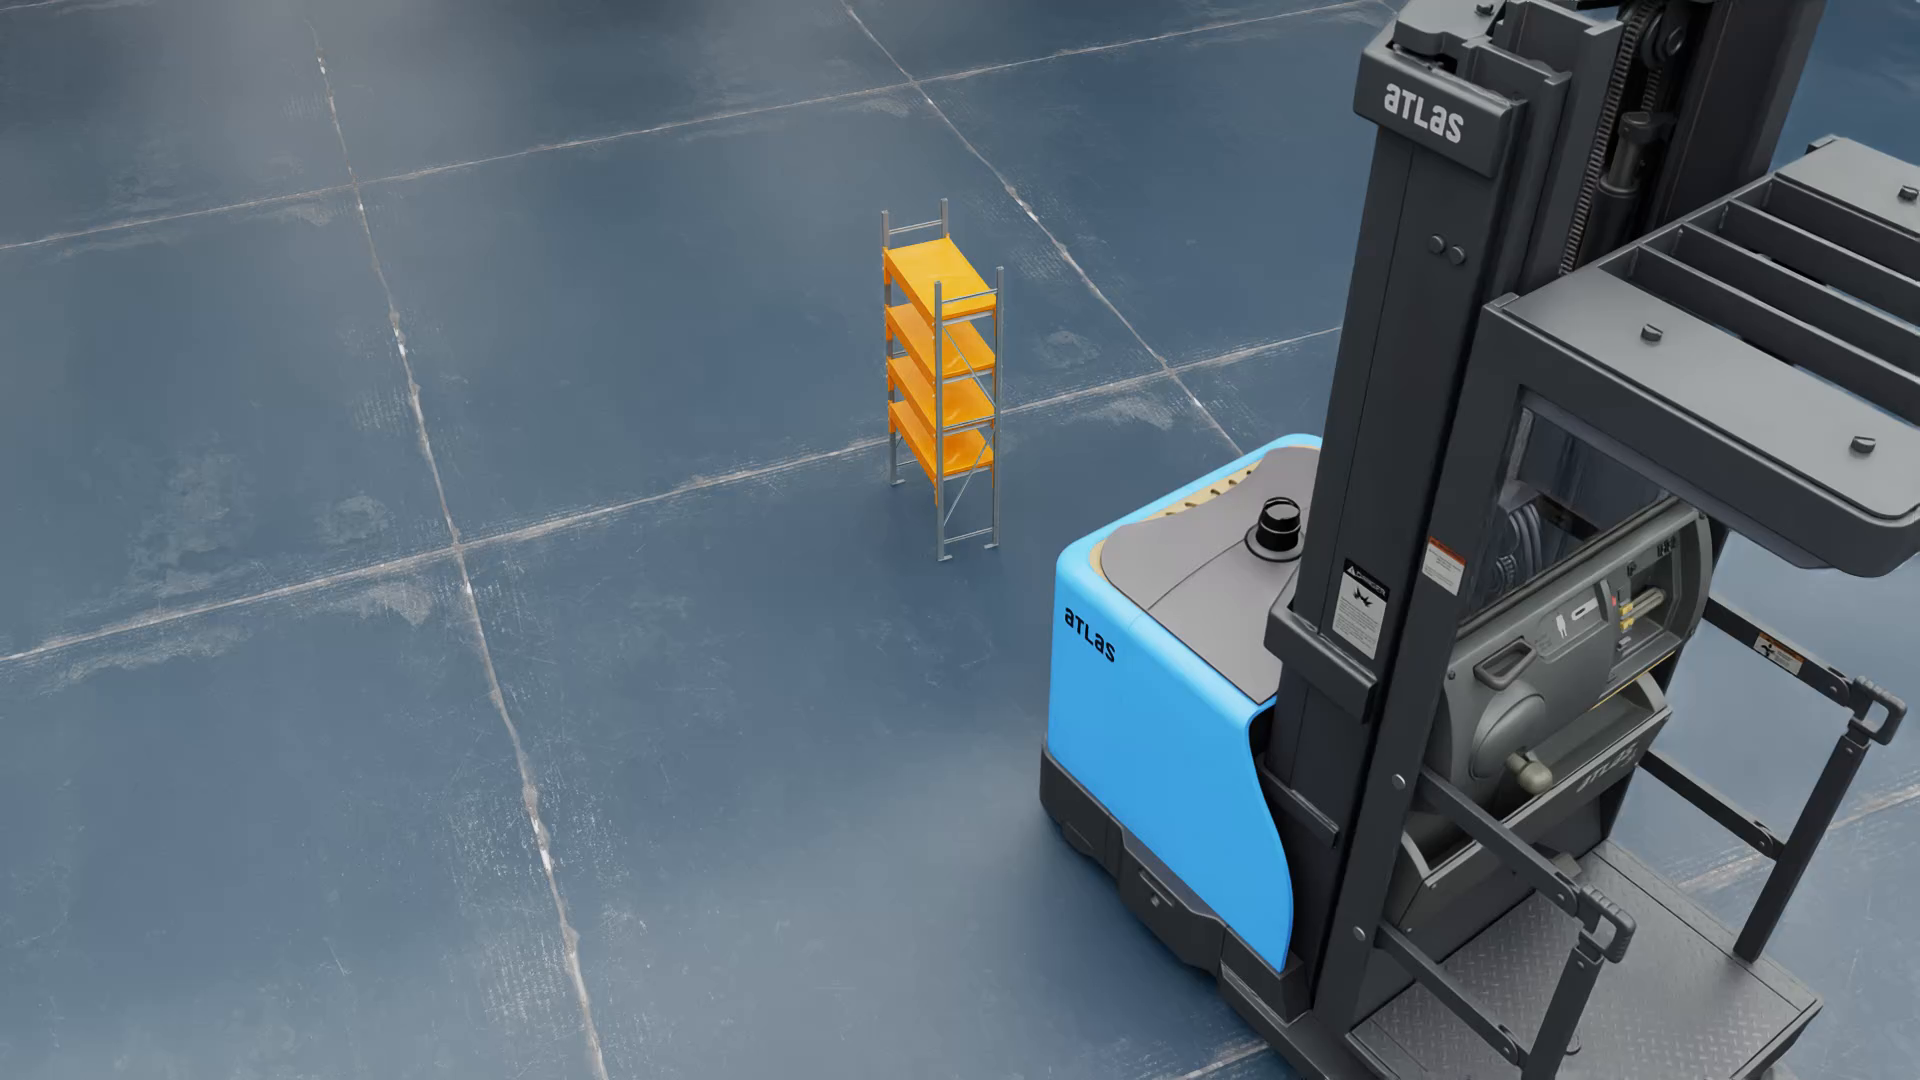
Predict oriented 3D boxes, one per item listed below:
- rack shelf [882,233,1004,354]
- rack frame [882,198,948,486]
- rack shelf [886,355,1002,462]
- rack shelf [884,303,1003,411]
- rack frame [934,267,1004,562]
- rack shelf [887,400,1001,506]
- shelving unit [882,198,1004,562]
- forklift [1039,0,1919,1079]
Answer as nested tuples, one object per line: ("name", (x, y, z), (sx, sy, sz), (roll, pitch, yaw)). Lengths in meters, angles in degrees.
("rack shelf", (-0.063, -0.853, 5.719), (0.258, 0.148, 0.480), (-15, 43, -17))
("rack frame", (-0.157, -0.702, 6.146), (0.240, 1.200, 0.015), (-15, 43, -17))
("rack shelf", (-0.063, -0.504, 6.019), (0.258, 0.148, 0.480), (-15, 43, -17))
("rack shelf", (-0.063, -0.673, 5.873), (0.258, 0.148, 0.480), (-15, 43, -17))
("rack frame", (0.030, -0.408, 5.804), (0.240, 1.200, 0.015), (-15, 43, -17))
("rack shelf", (-0.063, -0.353, 6.148), (0.258, 0.148, 0.480), (-15, 43, -17))
("shelving unit", (-0.063, -0.555, 5.975), (0.258, 1.200, 0.503), (-15, 43, -17))
("forklift", (1.532, 0.316, 3.634), (1.130, 2.935, 3.031), (-26, 47, -27))
